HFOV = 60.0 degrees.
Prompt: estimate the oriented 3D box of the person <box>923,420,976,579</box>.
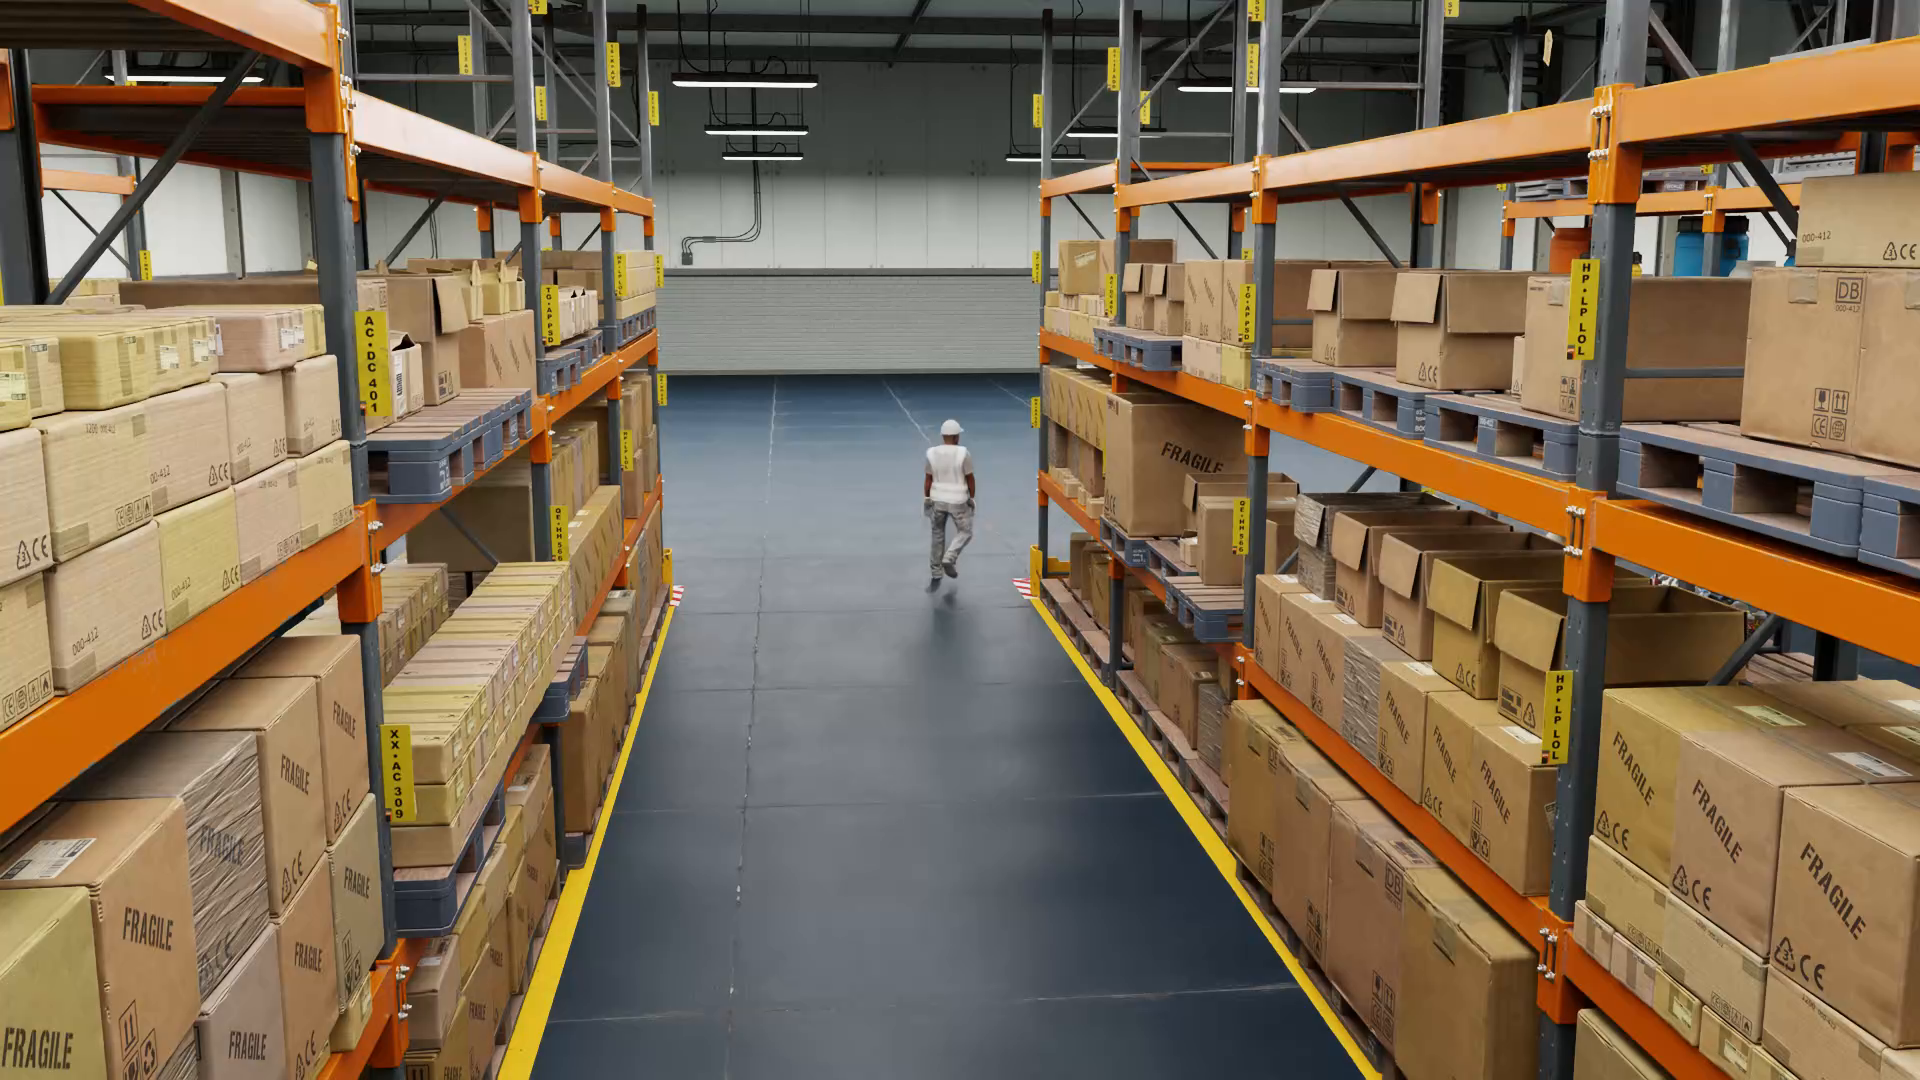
[{"bbox_3d":[-0.122,-0.429,18.219,0.607,1.773,0.647,3,10,14],"label":"person"}]
